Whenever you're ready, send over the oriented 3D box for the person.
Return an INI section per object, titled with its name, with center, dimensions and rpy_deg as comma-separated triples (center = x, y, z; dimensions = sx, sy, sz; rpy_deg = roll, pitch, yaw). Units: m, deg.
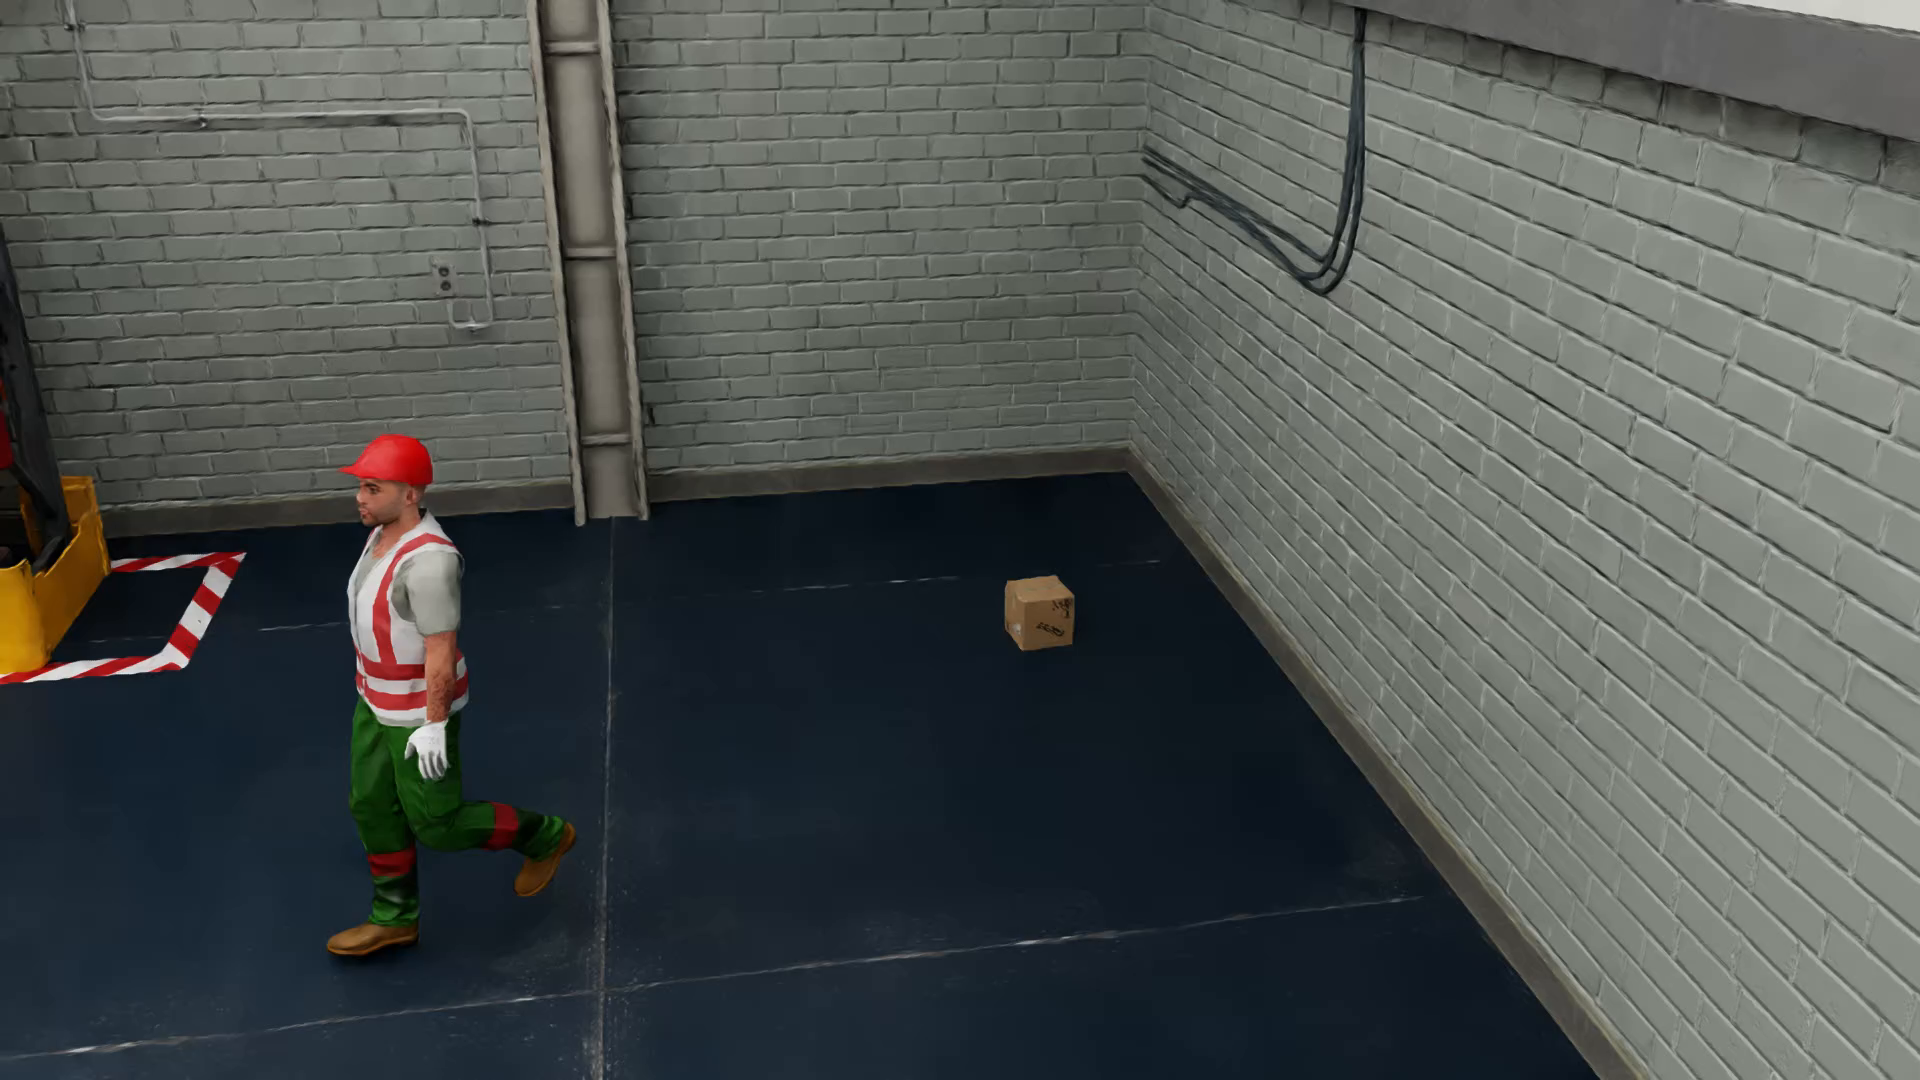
[person]
center = -1.718, 0.508, 5.353
dimensions = 0.842, 1.766, 0.555
rpy_deg = -16, 28, -33
